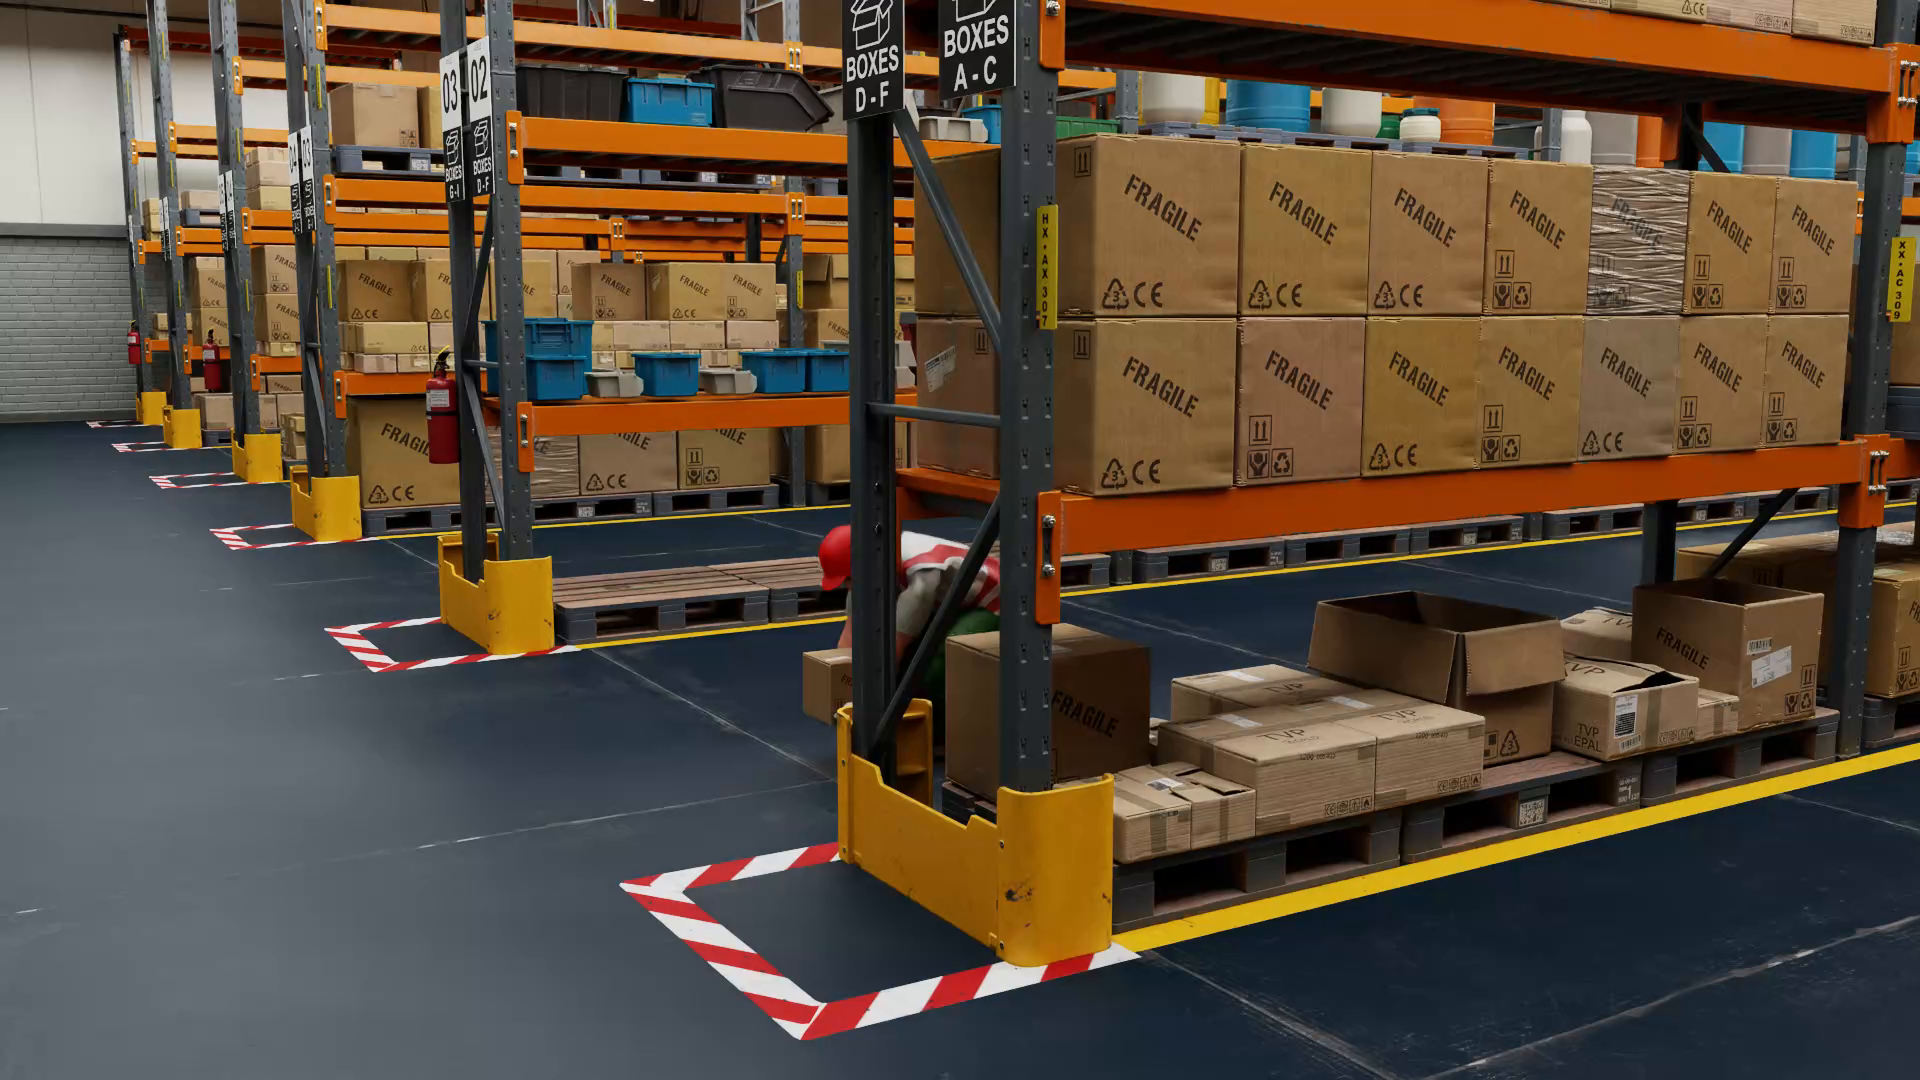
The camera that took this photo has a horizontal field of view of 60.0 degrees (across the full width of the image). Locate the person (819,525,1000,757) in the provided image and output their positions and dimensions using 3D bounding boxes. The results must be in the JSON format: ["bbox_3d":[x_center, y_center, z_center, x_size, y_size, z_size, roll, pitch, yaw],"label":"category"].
[{"bbox_3d":[-0.169,0.399,6.807,0.923,0.984,0.530,-5,10,-33],"label":"person"}]
